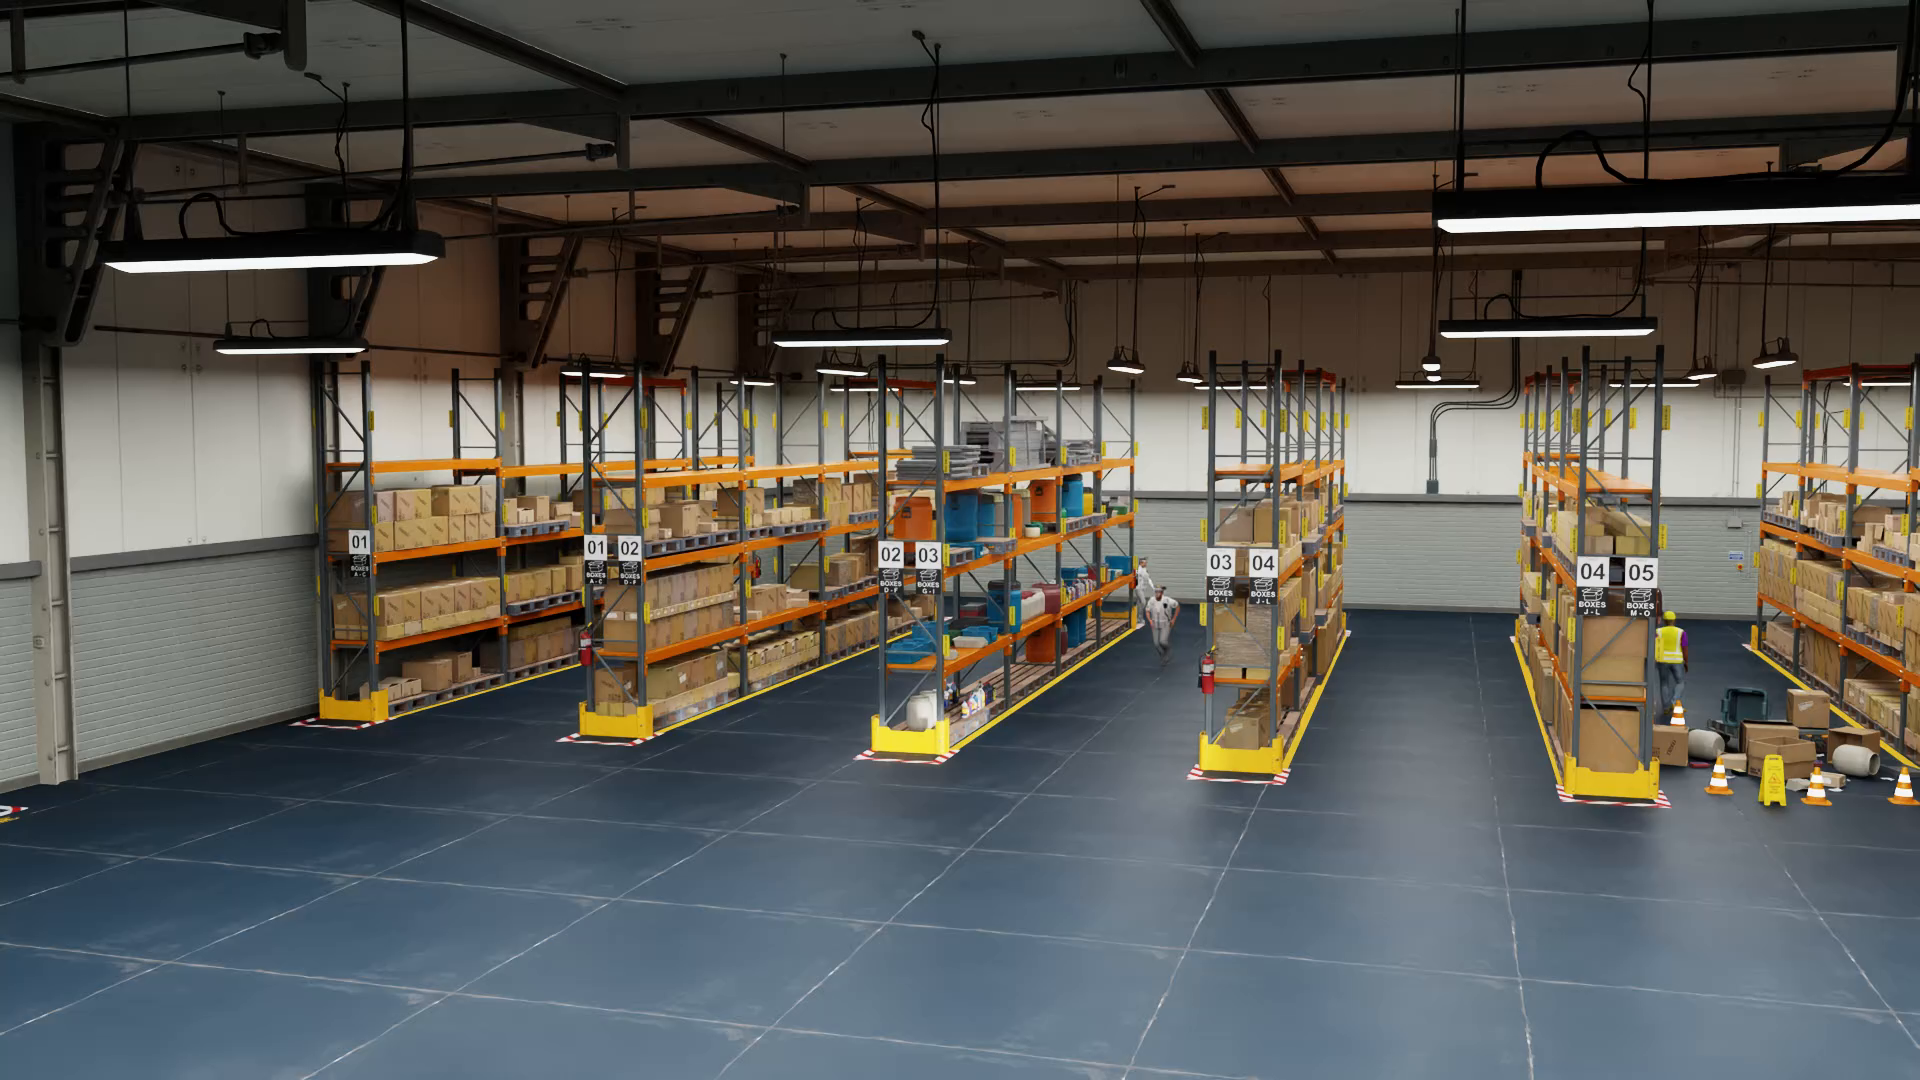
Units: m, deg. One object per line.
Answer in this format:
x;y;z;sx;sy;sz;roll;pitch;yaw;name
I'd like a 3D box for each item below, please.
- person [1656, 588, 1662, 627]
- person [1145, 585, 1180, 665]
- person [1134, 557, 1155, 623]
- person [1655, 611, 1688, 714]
14.489;1.611;34.982;0.638;1.779;0.532;-1;4;-13;person
4.150;1.733;34.031;0.697;1.687;0.729;2;5;25;person
4.511;1.268;41.384;0.632;1.711;0.599;3;5;34;person
12.121;2.099;28.403;0.595;1.767;0.547;2;4;25;person
